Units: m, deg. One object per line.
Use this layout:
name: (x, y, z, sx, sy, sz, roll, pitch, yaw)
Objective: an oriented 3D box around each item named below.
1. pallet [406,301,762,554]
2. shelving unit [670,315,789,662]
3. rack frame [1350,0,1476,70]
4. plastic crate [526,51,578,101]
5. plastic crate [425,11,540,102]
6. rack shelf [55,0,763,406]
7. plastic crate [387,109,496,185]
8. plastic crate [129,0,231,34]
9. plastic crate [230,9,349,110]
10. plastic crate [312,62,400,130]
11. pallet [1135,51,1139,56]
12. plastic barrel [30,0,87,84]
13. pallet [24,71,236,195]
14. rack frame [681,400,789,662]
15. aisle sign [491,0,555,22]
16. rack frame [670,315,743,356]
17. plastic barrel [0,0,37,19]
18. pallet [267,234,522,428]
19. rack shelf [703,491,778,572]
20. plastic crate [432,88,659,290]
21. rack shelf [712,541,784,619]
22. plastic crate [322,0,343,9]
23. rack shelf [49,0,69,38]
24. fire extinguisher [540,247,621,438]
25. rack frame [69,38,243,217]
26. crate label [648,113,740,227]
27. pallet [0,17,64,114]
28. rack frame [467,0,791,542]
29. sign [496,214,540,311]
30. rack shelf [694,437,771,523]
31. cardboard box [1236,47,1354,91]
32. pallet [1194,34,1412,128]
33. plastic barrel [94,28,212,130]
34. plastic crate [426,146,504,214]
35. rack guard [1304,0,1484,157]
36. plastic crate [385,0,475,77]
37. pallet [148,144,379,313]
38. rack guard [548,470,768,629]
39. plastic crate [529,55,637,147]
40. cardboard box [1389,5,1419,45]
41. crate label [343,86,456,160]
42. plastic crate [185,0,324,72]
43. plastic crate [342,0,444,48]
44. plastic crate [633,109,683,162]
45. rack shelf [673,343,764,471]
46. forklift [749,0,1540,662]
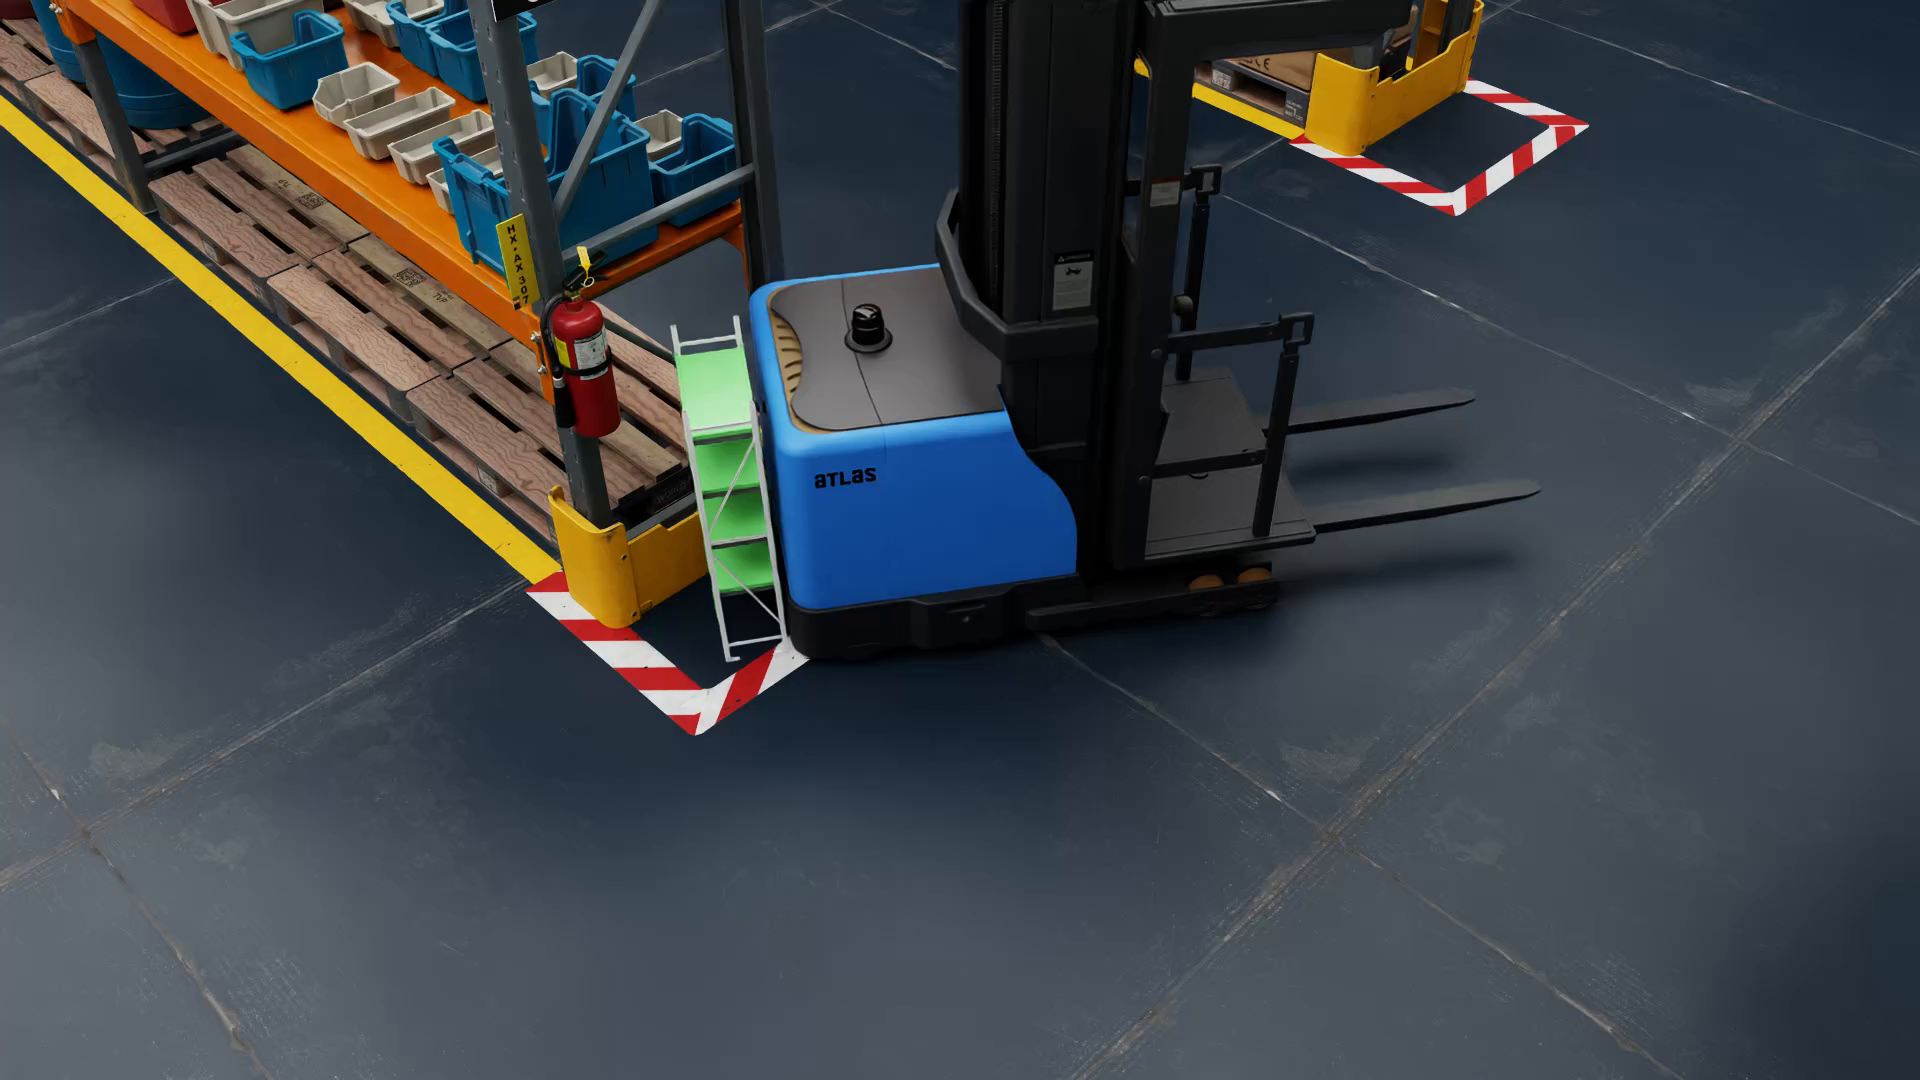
pallet: (-1.608, -0.500, 7.136, 1.003, 0.211, 1.213, -34, 53, -31)
shelving unit: (-0.827, -0.163, 6.035, 0.258, 1.200, 0.503, -9, 44, -7)
rack frame: (2.457, -3.482, 8.308, 1.000, 3.000, 0.127, -34, 53, -31)
plastic crate: (-1.641, -1.831, 6.671, 0.250, 0.136, 0.298, -34, 53, -31)
plastic crate: (-1.924, -1.979, 6.761, 0.416, 0.233, 0.300, -34, 53, -31)
rack shelf: (-2.465, -1.806, 7.025, 1.077, 0.370, 4.000, -34, 53, -31)
plastic crate: (-1.952, -1.486, 6.298, 0.396, 0.136, 0.243, -34, 53, -31)
plastic crate: (-3.425, -2.528, 7.184, 0.402, 0.464, 0.583, -34, 53, -31)
plastic crate: (-2.685, -1.934, 6.712, 0.416, 0.233, 0.300, -34, 53, -31)
plastic crate: (-2.388, -1.741, 6.574, 0.298, 0.136, 0.250, -34, 53, -31)
pallet: (0.982, -3.463, 10.342, 1.003, 0.211, 1.213, -34, 53, -31)
plastic barrel: (-4.750, -3.025, 9.050, 0.600, 0.901, 0.708, -34, 53, -31)
pallet: (-4.393, -2.398, 9.190, 1.003, 0.211, 1.213, -34, 53, -31)
rack frame: (-0.778, 0.000, 5.860, 0.240, 1.200, 0.015, -9, 44, -7)
aisle sign: (-1.210, -1.889, 4.669, 0.394, 0.787, 0.004, -34, 53, -31)
rack frame: (-0.876, -0.326, 6.210, 0.240, 1.200, 0.015, -9, 44, -7)
plastic barrel: (-5.548, -3.453, 9.744, 0.600, 0.588, 0.708, -34, 53, -31)
pallet: (-2.465, -1.086, 7.770, 1.003, 0.211, 1.213, -34, 53, -31)
rack shelf: (-0.826, -0.116, 6.079, 0.258, 0.148, 0.480, -9, 44, -7)
plastic crate: (-1.422, -1.216, 5.785, 0.616, 0.435, 0.499, -34, 53, -31)
rack shelf: (-0.820, 0.058, 6.243, 0.258, 0.148, 0.480, -9, 44, -7)
plastic crate: (-2.897, -2.543, 7.451, 0.437, 0.125, 0.590, -34, 53, -31)
rack shelf: (-5.290, -3.728, 9.105, 1.077, 0.370, 4.000, -34, 53, -31)
fire extinguisher: (-1.268, -0.654, 5.579, 0.296, 0.674, 0.183, -34, 53, -31)
rack frame: (-3.878, -3.032, 7.820, 1.000, 3.000, 0.127, -34, 53, -31)
crate label: (-0.994, -1.346, 6.076, 0.416, 0.233, 0.303, -34, 53, -31)
pallet: (-5.259, -2.984, 9.824, 1.003, 0.211, 1.213, -34, 53, -31)
rack frame: (-1.053, -1.109, 5.740, 1.000, 3.000, 0.127, -34, 53, -31)
sign: (-1.431, -0.898, 5.391, 0.100, 0.325, 0.005, -34, 53, -31)
rack shelf: (-0.831, -0.291, 5.914, 0.258, 0.148, 0.480, -9, 44, -7)
cardboard box: (1.898, -2.868, 9.162, 0.500, 0.500, 0.500, -34, 53, -31)
pallet: (1.839, -2.877, 9.708, 1.003, 0.211, 1.213, -34, 53, -31)
plastic barrel: (-4.250, -2.685, 8.682, 0.600, 0.901, 0.708, -34, 53, -31)
plastic crate: (-1.757, -1.340, 6.140, 0.396, 0.136, 0.243, -34, 53, -31)
rack guard: (2.403, -2.600, 9.195, 1.175, 0.500, 0.348, -34, 53, -31)
plastic crate: (-2.136, -2.123, 6.917, 0.416, 0.233, 0.300, -34, 53, -31)
pallet: (-3.331, -1.673, 8.405, 1.003, 0.211, 1.213, -34, 53, -31)
rack guard: (-1.027, -0.186, 6.583, 1.175, 0.500, 0.348, -34, 53, -31)
plastic crate: (-1.459, -1.663, 6.418, 0.416, 0.233, 0.300, -34, 53, -31)
cardboard box: (2.404, -2.962, 9.522, 0.380, 0.149, 0.250, -34, 53, -31)
crate label: (-2.166, -1.608, 6.430, 0.396, 0.136, 0.243, -34, 53, -31)
plastic crate: (-2.930, -2.188, 6.951, 0.437, 0.282, 0.530, -34, 53, -31)
plastic crate: (-2.435, -2.264, 7.140, 0.293, 0.136, 0.466, -34, 53, -31)
plastic crate: (-1.162, -1.505, 6.318, 0.250, 0.136, 0.298, -34, 53, -31)
rack shelf: (-0.837, -0.466, 5.750, 0.258, 0.148, 0.480, -9, 44, -7)
forklift: (0.769, -1.126, 5.809, 3.031, 2.935, 1.130, -8, 43, -8)
